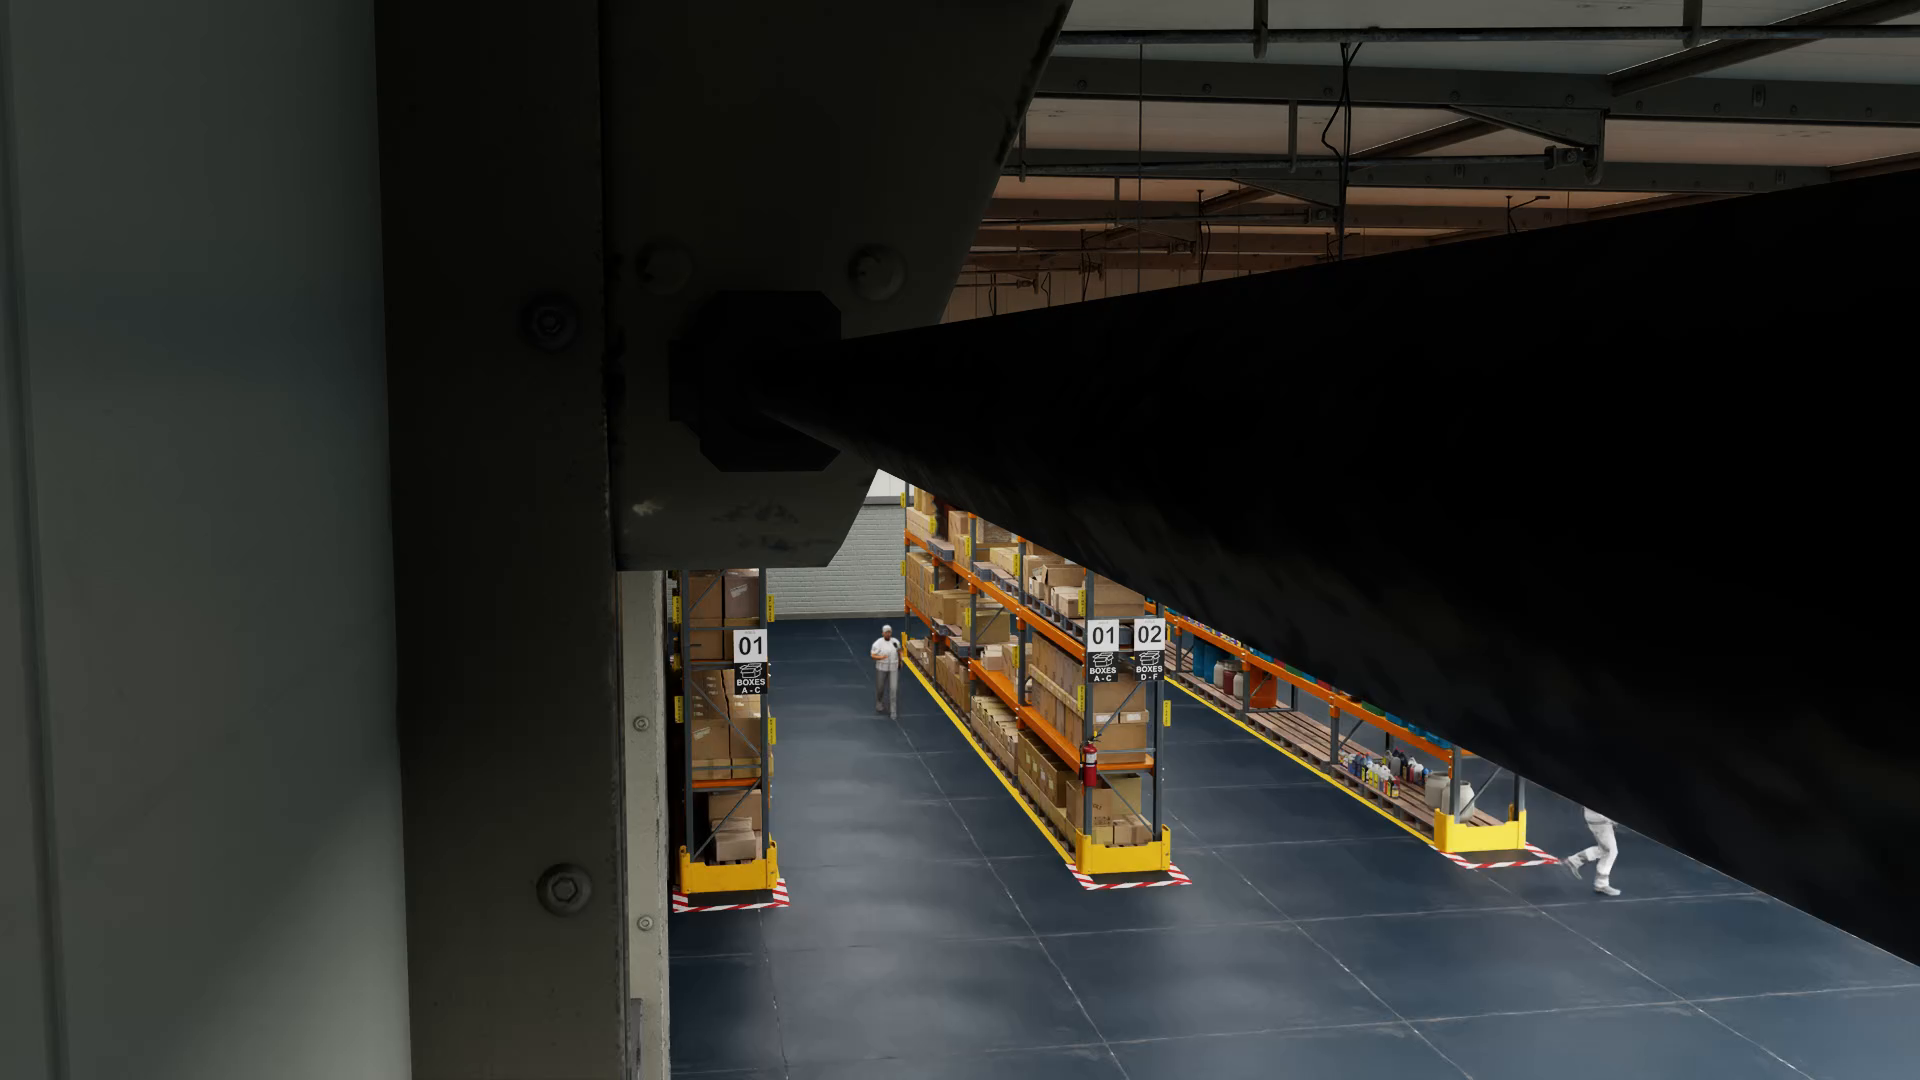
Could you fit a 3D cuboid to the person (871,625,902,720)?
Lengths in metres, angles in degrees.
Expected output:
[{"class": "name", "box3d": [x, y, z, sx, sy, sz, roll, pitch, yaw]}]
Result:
[{"class": "person", "box3d": [-1.319, 2.360, 30.175, 0.607, 1.651, 0.941, -1, 6, -10]}]

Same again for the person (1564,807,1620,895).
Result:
[{"class": "person", "box3d": [7.665, 3.386, 20.092, 0.646, 1.760, 0.684, 2, 6, 19]}]
